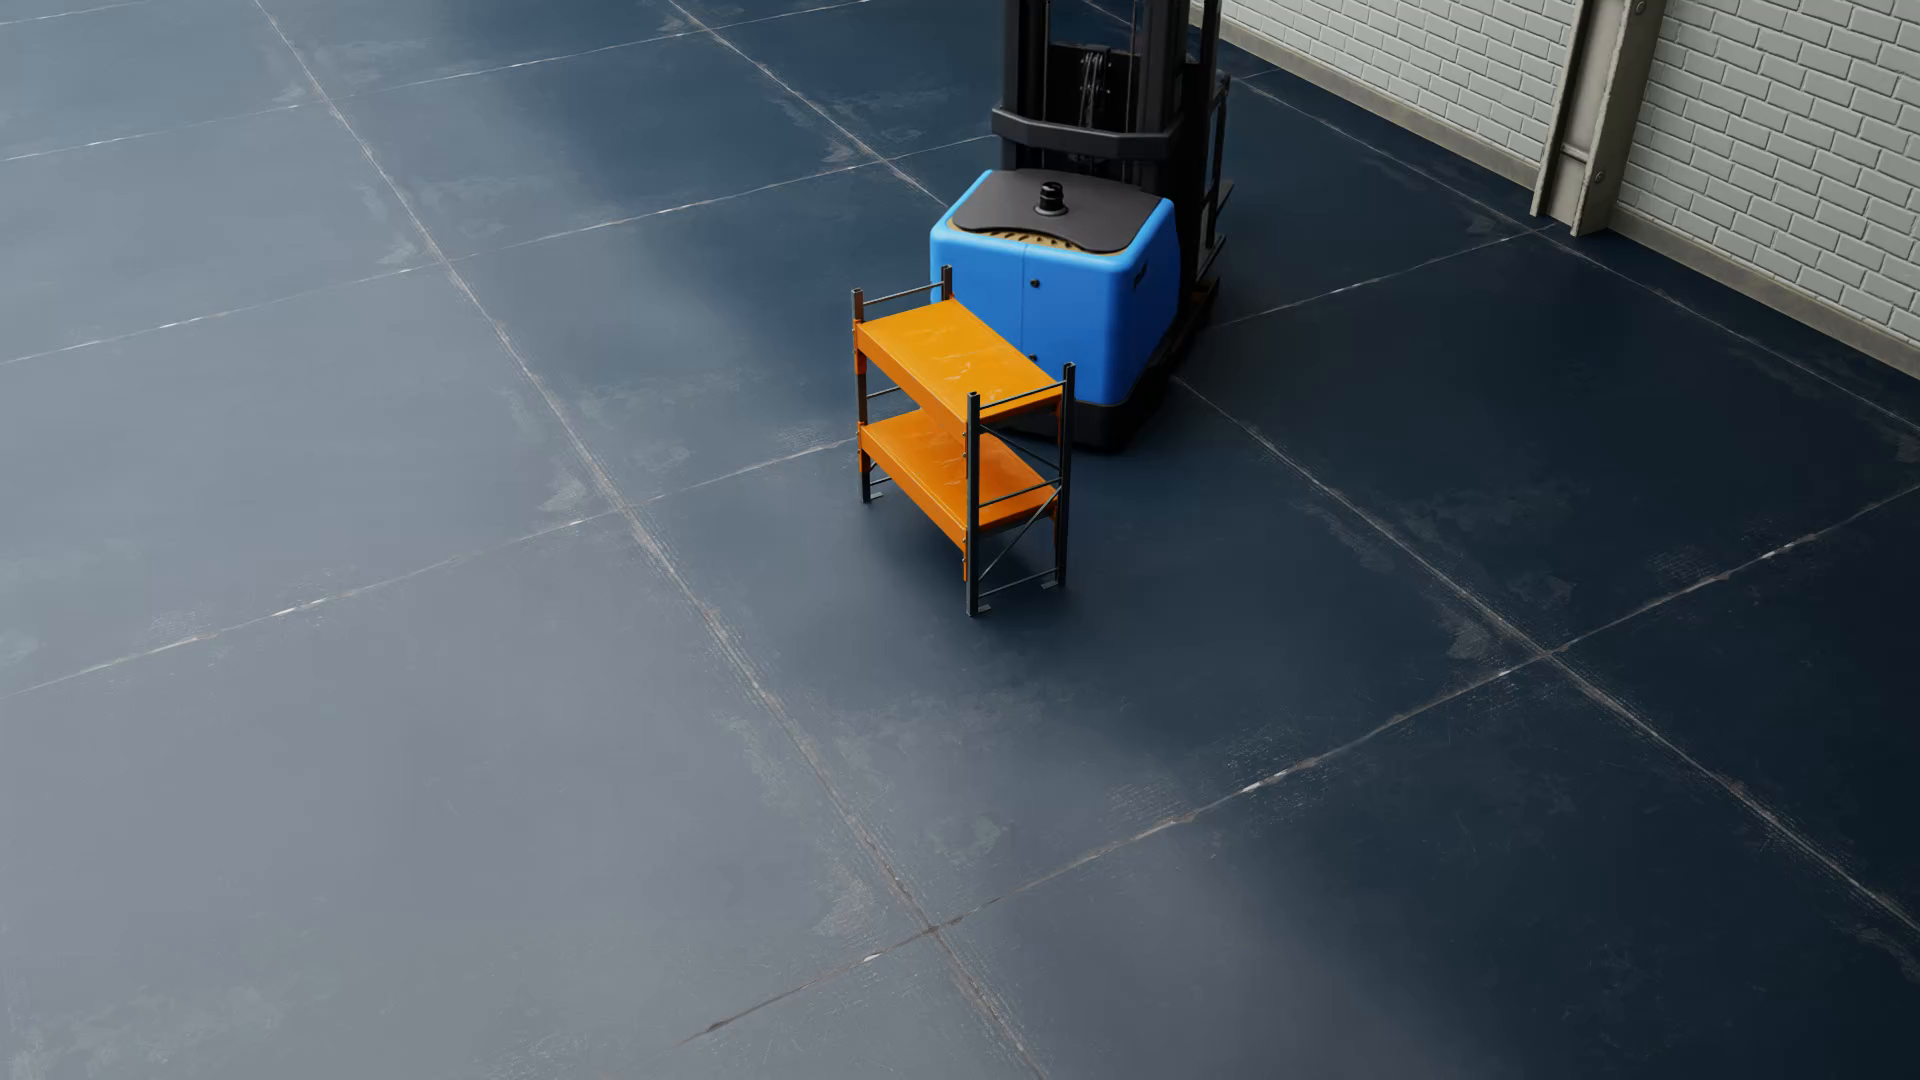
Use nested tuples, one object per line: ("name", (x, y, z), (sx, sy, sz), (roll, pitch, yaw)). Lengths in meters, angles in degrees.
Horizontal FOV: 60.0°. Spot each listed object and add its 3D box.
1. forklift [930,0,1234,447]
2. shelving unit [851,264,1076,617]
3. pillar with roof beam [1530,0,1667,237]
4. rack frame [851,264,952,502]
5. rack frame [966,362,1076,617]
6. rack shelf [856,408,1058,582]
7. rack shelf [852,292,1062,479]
("forklift", (0.853, -2.510, 8.702), (1.130, 2.935, 3.031), (13, 38, 17))
("shelving unit", (-0.003, -0.458, 7.423), (0.538, 1.125, 1.048), (-19, 40, -24))
("pillar with roof beam", (0.138, -4.386, 6.126), (9.100, 9.000, 0.400), (-19, 40, -24))
("rack frame", (-0.259, -0.717, 7.778), (0.500, 1.125, 0.032), (-19, 40, -24))
("rack frame", (0.252, -0.198, 7.068), (0.500, 1.125, 0.032), (-19, 40, -24))
("rack shelf", (-0.003, -0.260, 7.567), (0.538, 0.278, 1.000), (-19, 40, -24))
("rack shelf", (-0.003, -0.694, 7.250), (0.538, 0.278, 1.000), (-19, 40, -24))
